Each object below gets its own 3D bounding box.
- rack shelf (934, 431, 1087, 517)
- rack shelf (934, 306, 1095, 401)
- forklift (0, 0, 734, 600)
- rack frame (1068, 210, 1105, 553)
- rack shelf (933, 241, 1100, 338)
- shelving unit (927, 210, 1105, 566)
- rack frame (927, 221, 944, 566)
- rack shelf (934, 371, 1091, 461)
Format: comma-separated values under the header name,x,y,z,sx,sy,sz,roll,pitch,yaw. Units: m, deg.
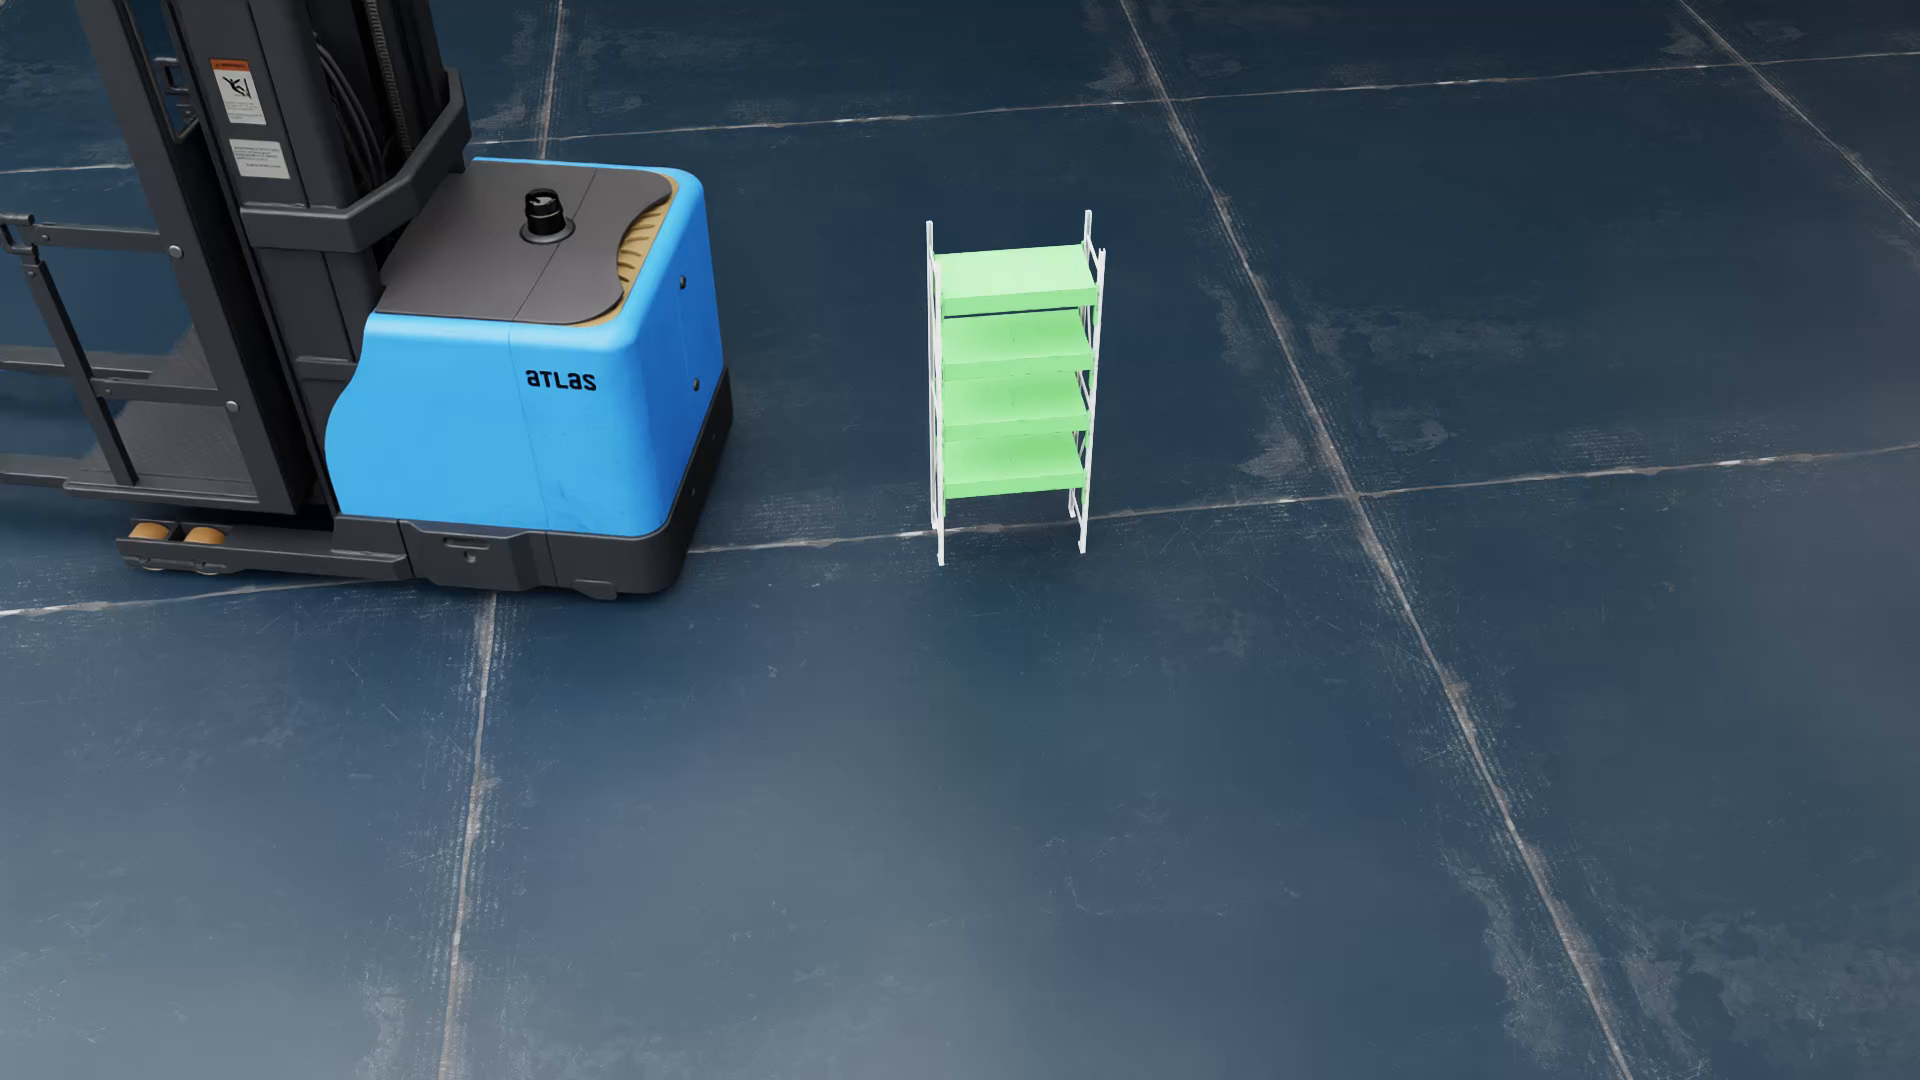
name,x,y,z,sx,sy,sz,roll,pitch,yaw
rack shelf,0.164,-0.234,5.568,0.480,0.148,0.258,-5,42,-6
rack shelf,0.164,-0.591,5.246,0.480,0.148,0.258,-5,42,-6
forklift,-2.390,-1.316,5.021,3.031,2.935,1.130,4,42,5
rack frame,0.406,-0.481,5.388,0.015,1.200,0.240,-5,42,-6
rack shelf,0.164,-0.769,5.085,0.480,0.148,0.258,-5,42,-6
shelving unit,0.164,-0.460,5.364,0.503,1.200,0.258,-5,42,-6
rack frame,-0.078,-0.439,5.341,0.015,1.200,0.240,-5,42,-6
rack shelf,0.164,-0.412,5.407,0.480,0.148,0.258,-5,42,-6
